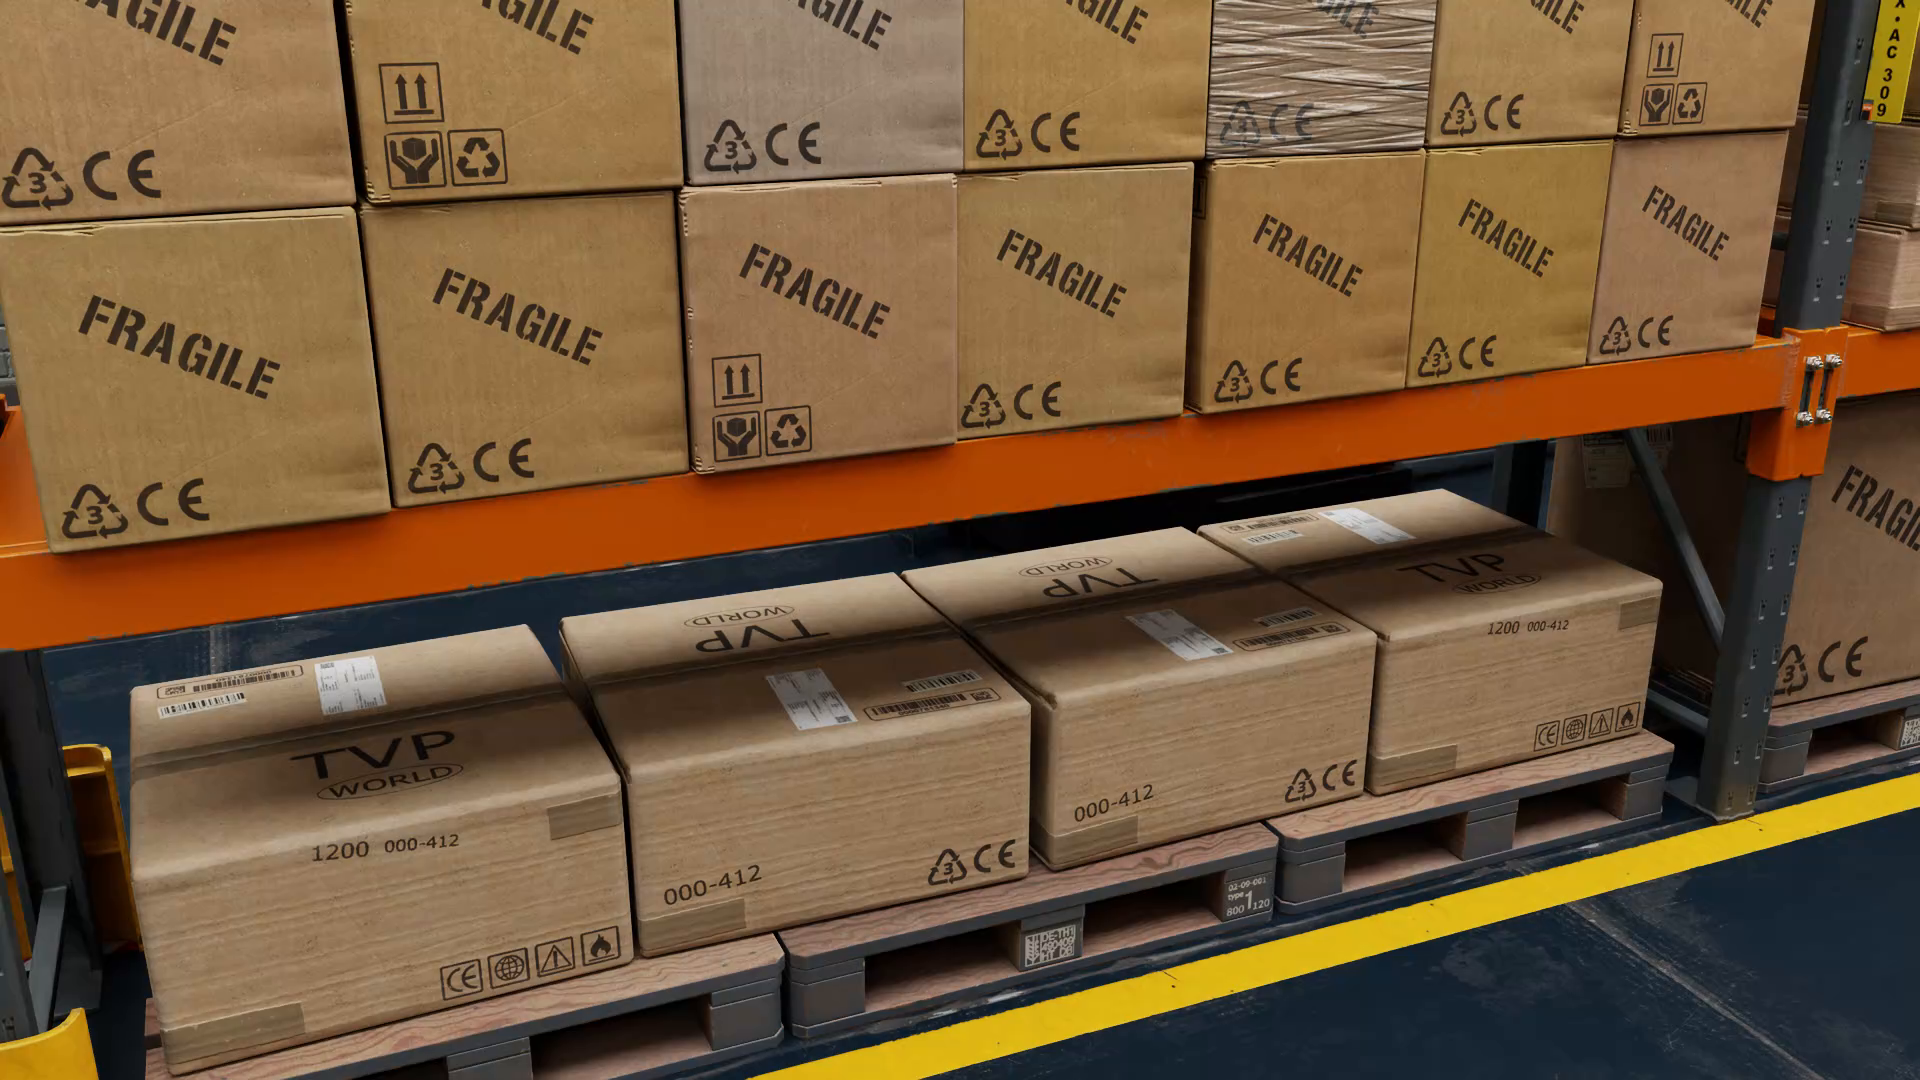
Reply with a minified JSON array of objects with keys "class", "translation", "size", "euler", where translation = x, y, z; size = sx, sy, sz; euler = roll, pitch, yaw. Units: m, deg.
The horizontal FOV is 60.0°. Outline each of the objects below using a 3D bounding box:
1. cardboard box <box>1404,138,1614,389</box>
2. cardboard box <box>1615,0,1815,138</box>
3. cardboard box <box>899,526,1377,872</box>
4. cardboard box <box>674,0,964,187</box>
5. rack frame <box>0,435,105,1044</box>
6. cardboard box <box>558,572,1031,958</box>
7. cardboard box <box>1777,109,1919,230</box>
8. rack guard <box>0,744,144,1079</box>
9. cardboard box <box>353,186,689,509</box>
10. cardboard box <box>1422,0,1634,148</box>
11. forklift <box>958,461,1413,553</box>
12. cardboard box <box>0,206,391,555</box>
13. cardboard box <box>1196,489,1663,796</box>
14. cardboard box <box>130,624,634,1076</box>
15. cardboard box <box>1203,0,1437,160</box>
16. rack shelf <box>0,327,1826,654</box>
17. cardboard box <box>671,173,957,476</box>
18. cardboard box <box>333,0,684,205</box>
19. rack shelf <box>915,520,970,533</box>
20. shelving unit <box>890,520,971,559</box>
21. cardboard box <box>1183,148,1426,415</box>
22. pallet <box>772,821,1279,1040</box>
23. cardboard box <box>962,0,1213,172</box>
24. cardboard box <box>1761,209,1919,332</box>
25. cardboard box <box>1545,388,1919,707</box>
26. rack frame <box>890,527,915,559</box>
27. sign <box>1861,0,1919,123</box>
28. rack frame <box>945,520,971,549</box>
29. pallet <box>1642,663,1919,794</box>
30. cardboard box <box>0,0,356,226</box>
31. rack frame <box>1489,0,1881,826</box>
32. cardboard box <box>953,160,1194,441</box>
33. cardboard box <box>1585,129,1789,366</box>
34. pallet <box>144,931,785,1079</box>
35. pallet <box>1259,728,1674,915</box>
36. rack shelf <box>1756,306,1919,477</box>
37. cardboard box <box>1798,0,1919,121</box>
[{"class":"cardboard box","translation":[1.064,-0.661,3.733],"size":[0.500,0.500,0.500],"euler":[-9,21,-23]},{"class":"cardboard box","translation":[1.535,-1.195,3.743],"size":[0.500,0.500,0.500],"euler":[-8,21,-22]},{"class":"cardboard box","translation":[0.418,0.356,4.220],"size":[0.875,0.438,0.875],"euler":[-9,21,-24]},{"class":"cardboard box","translation":[-0.319,-0.931,2.995],"size":[0.500,0.500,0.500],"euler":[-8,21,-22]},{"class":"rack frame","translation":[-1.814,-0.296,2.847],"size":[0.127,3.000,1.000],"euler":[-8,21,-22]},{"class":"cardboard box","translation":[-0.411,0.474,3.885],"size":[0.875,0.438,0.875],"euler":[-8,21,-20]},{"class":"cardboard box","translation":[2.375,-0.959,4.203],"size":[0.500,0.250,0.500],"euler":[-9,21,-23]},{"class":"rack guard","translation":[-1.836,0.886,3.253],"size":[0.348,0.500,1.175],"euler":[-8,21,-22]},{"class":"cardboard box","translation":[-0.806,-0.394,2.974],"size":[0.500,0.500,0.500],"euler":[-8,21,-23]},{"class":"cardboard box","translation":[1.066,-1.131,3.561],"size":[0.500,0.500,0.500],"euler":[-8,21,-23]},{"class":"forklift","translation":[1.301,-1.637,6.759],"size":[3.031,2.935,1.130],"euler":[-10,22,-27]},{"class":"cardboard box","translation":[-1.260,-0.319,2.761],"size":[0.500,0.500,0.500],"euler":[-8,21,-22]},{"class":"cardboard box","translation":[1.240,0.238,4.555],"size":[0.875,0.438,0.875],"euler":[-8,21,-23]},{"class":"cardboard box","translation":[-1.248,0.597,3.536],"size":[0.875,0.438,0.875],"euler":[-9,21,-24]},{"class":"cardboard box","translation":[0.602,-1.061,3.362],"size":[0.500,0.500,0.500],"euler":[-8,21,-21]},{"class":"rack shelf","translation":[0.022,-0.220,3.714],"size":[4.000,0.370,1.077],"euler":[-8,21,-22]},{"class":"cardboard box","translation":[-0.332,-0.455,3.148],"size":[0.500,0.500,0.500],"euler":[-8,21,-22]},{"class":"cardboard box","translation":[-0.789,-0.861,2.796],"size":[0.500,0.500,0.500],"euler":[-9,21,-23]},{"class":"rack shelf","translation":[-0.115,-0.199,6.374],"size":[0.240,0.259,0.215],"euler":[-11,22,-28]},{"class":"shelving unit","translation":[-0.115,-0.471,6.278],"size":[0.252,1.050,0.215],"euler":[-11,22,-28]},{"class":"cardboard box","translation":[0.608,-0.591,3.532],"size":[0.500,0.500,0.500],"euler":[-8,21,-23]},{"class":"pallet","translation":[0.008,0.731,4.129],"size":[1.213,0.211,1.003],"euler":[-8,21,-22]},{"class":"cardboard box","translation":[0.138,-0.997,3.182],"size":[0.500,0.500,0.500],"euler":[-8,21,-22]},{"class":"cardboard box","translation":[2.367,-0.729,4.302],"size":[0.500,0.250,0.500],"euler":[-9,21,-23]},{"class":"cardboard box","translation":[2.396,-0.124,4.925],"size":[0.875,0.875,0.875],"euler":[-7,21,-20]},{"class":"rack frame","translation":[-0.221,-0.451,6.222],"size":[0.008,1.050,0.200],"euler":[-11,22,-28]},{"class":"sign","translation":[2.080,-1.099,3.704],"size":[0.005,0.325,0.100],"euler":[-8,21,-22]},{"class":"rack frame","translation":[-0.009,-0.491,6.335],"size":[0.008,1.050,0.200],"euler":[-11,22,-28]},{"class":"pallet","translation":[2.537,0.368,5.158],"size":[1.213,0.211,1.003],"euler":[-8,21,-22]},{"class":"cardboard box","translation":[-1.260,-0.791,2.597],"size":[0.500,0.500,0.500],"euler":[-9,21,-23]},{"class":"rack frame","translation":[1.859,-0.822,4.341],"size":[0.127,3.000,1.000],"euler":[-8,21,-22]},{"class":"cardboard box","translation":[0.121,-0.526,3.350],"size":[0.500,0.500,0.500],"euler":[-7,21,-20]},{"class":"cardboard box","translation":[1.534,-0.731,3.930],"size":[0.500,0.500,0.500],"euler":[-8,21,-21]},{"class":"pallet","translation":[-1.111,0.890,3.676],"size":[1.213,0.211,1.003],"euler":[-8,21,-22]},{"class":"pallet","translation":[1.130,0.569,4.588],"size":[1.213,0.211,1.003],"euler":[-8,21,-22]},{"class":"rack shelf","translation":[3.695,-0.746,5.208],"size":[4.000,0.370,1.077],"euler":[-8,21,-22]},{"class":"cardboard box","translation":[2.377,-1.311,4.074],"size":[0.500,0.500,0.500],"euler":[-8,21,-21]}]
